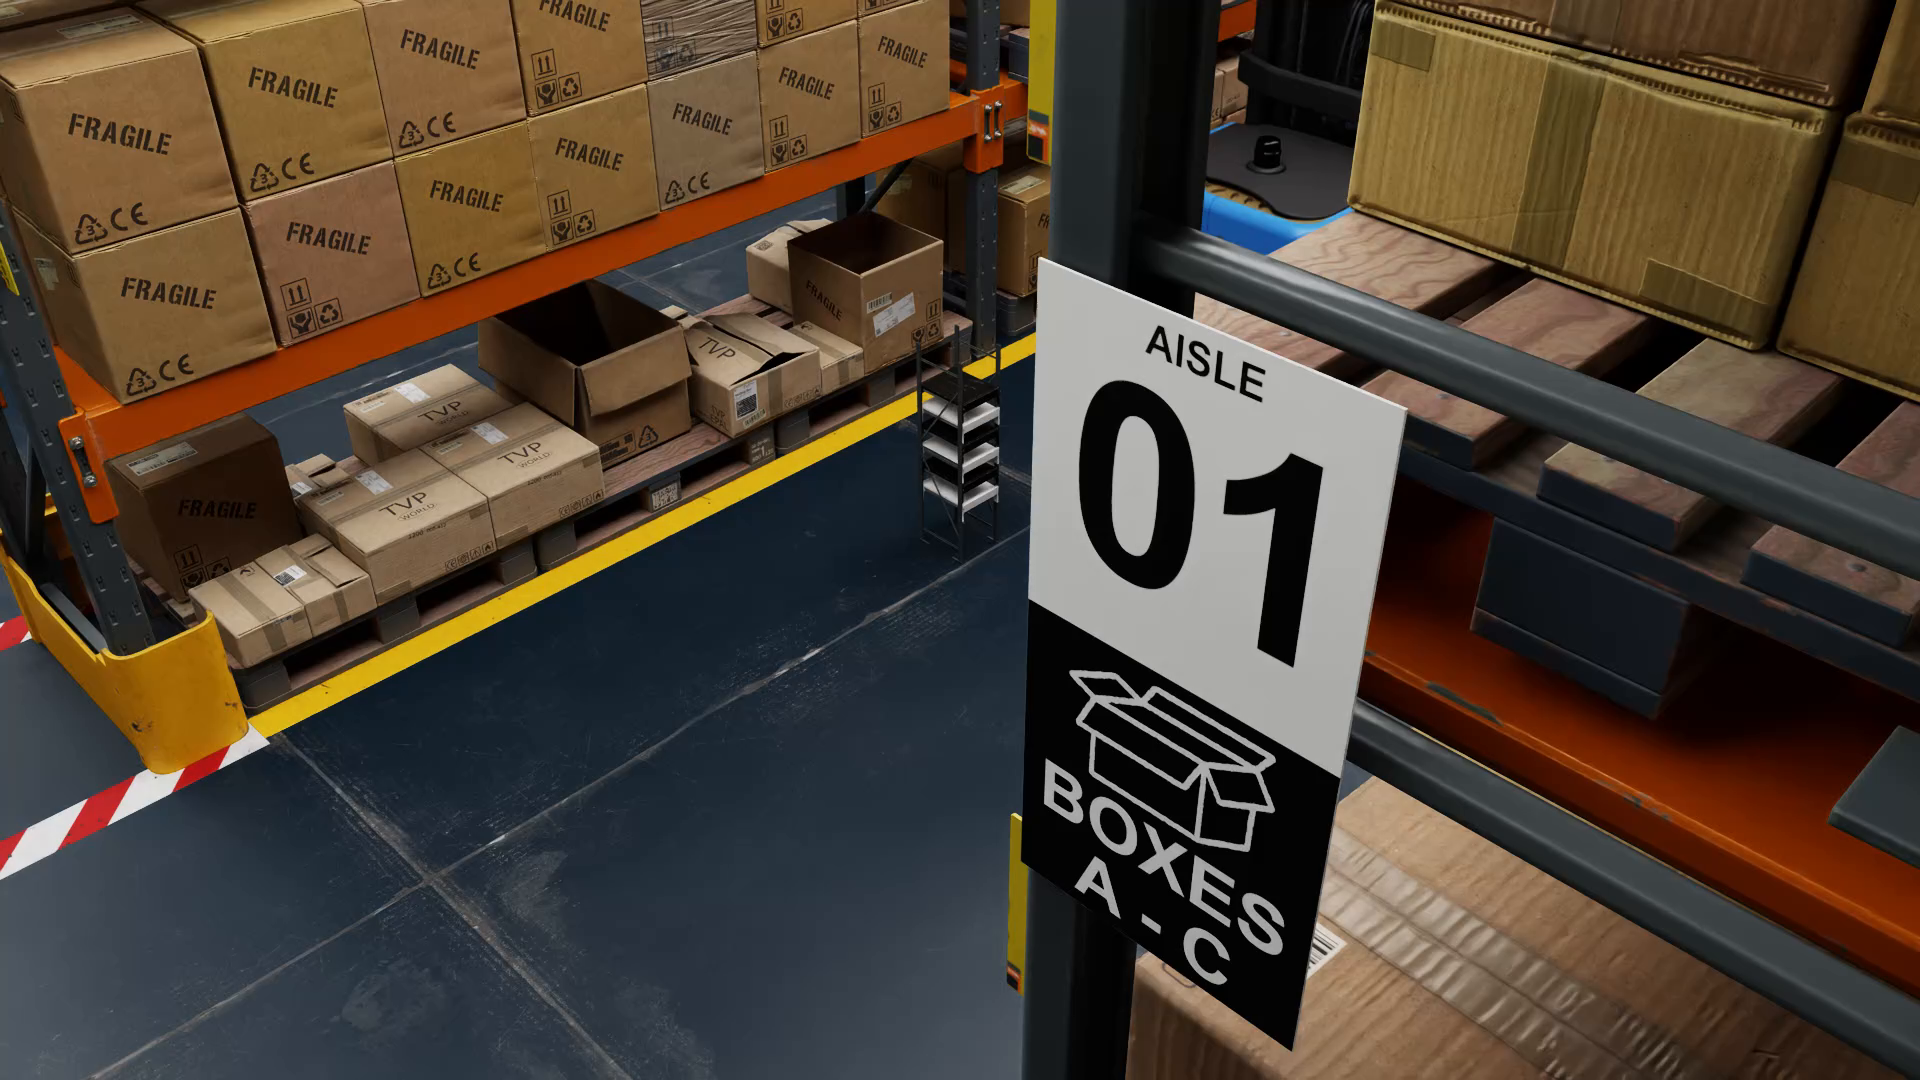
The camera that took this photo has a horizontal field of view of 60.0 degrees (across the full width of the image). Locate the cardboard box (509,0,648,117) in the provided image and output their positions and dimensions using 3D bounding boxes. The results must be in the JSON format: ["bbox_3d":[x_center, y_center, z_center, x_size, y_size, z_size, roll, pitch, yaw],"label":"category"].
[{"bbox_3d":[-1.465,-1.845,5.811,0.500,0.500,0.500,29,44,35],"label":"cardboard box"}]

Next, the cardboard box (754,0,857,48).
[{"bbox_3d":[-0.754,-2.253,6.397,0.500,0.500,0.500,29,44,35],"label":"cardboard box"}]

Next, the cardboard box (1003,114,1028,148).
[{"bbox_3d":[0.276,-1.989,8.780,0.500,0.500,0.500,-30,45,-35],"label":"cardboard box"}]

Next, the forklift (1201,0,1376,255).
[{"bbox_3d":[2.087,-2.345,7.551,1.130,2.935,3.031,29,44,35],"label":"forklift"}]

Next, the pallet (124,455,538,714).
[{"bbox_3d":[-2.426,0.092,6.433,1.003,0.211,1.213,30,45,35],"label":"pallet"}]

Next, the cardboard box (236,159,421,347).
[{"bbox_3d":[-2.181,-1.023,5.507,0.500,0.500,0.500,29,44,35],"label":"cardboard box"}]

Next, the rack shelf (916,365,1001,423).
[{"bbox_3d":[-0.006,-0.560,6.352,0.258,0.077,0.200,30,45,35],"label":"rack shelf"}]

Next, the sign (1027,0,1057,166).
[{"bbox_3d":[0.102,-0.487,1.499,0.100,0.325,0.005,30,45,35],"label":"sign"}]

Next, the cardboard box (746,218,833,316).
[{"bbox_3d":[-0.672,-1.315,7.979,0.500,0.311,0.500,30,45,35],"label":"cardboard box"}]

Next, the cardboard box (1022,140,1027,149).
[{"bbox_3d":[0.659,-1.795,8.502,0.500,0.500,0.500,-29,44,-35],"label":"cardboard box"}]

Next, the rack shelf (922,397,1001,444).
[{"bbox_3d":[-0.006,-0.486,6.404,0.258,0.077,0.200,30,45,35],"label":"rack shelf"}]

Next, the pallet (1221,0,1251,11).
[{"bbox_3d":[1.229,-3.074,8.703,1.003,0.211,1.213,30,45,35],"label":"pallet"}]

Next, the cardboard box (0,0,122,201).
[{"bbox_3d":[-2.922,-1.439,5.230,0.500,0.500,0.500,29,44,35],"label":"cardboard box"}]

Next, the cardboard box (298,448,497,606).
[{"bbox_3d":[-2.104,-0.059,6.231,0.500,0.250,0.500,30,45,35],"label":"cardboard box"}]

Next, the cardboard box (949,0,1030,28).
[{"bbox_3d":[0.270,-2.636,7.453,0.700,0.500,0.500,15,38,21],"label":"cardboard box"}]

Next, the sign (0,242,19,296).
[{"bbox_3d":[-2.656,-0.833,4.566,0.100,0.325,0.005,30,45,35],"label":"sign"}]

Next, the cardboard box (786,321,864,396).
[{"bbox_3d":[-0.644,-0.809,7.396,0.380,0.149,0.250,30,45,35],"label":"cardboard box"}]

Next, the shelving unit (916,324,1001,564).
[{"bbox_3d":[-0.006,-0.366,6.488,0.258,0.900,0.210,30,45,35],"label":"shelving unit"}]

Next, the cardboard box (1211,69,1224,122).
[{"bbox_3d":[0.996,-2.287,8.552,0.500,0.250,0.500,30,45,35],"label":"cardboard box"}]

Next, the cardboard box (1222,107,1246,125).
[{"bbox_3d":[1.373,-2.200,9.082,0.500,0.500,0.500,28,43,34],"label":"cardboard box"}]

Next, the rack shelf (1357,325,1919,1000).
[{"bbox_3d":[1.886,-0.449,2.778,1.077,0.370,4.000,30,45,35],"label":"rack shelf"}]

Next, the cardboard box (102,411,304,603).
[{"bbox_3d":[-2.832,-0.172,6.175,0.500,0.500,0.500,30,45,35],"label":"cardboard box"}]

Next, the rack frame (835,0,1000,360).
[{"bbox_3d":[-0.222,-2.320,7.455,1.000,3.000,0.127,30,45,35],"label":"rack frame"}]

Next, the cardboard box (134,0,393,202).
[{"bbox_3d":[-2.178,-1.437,5.227,0.500,0.500,0.500,-29,44,-35],"label":"cardboard box"}]

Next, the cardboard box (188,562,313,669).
[{"bbox_3d":[-2.502,0.261,5.861,0.380,0.149,0.250,30,45,35],"label":"cardboard box"}]

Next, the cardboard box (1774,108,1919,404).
[{"bbox_3d":[1.166,-0.281,1.585,0.500,0.250,0.500,-27,43,-33],"label":"cardboard box"}]

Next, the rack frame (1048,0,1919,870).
[{"bbox_3d":[0.477,-1.162,0.550,1.000,3.000,0.127,30,45,35],"label":"rack frame"}]

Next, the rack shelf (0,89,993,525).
[{"bbox_3d":[-1.632,-1.213,6.497,1.077,0.370,4.000,30,45,35],"label":"rack shelf"}]

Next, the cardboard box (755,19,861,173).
[{"bbox_3d":[-0.755,-1.845,6.686,0.500,0.500,0.500,-29,44,-34],"label":"cardboard box"}]

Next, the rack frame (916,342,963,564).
[{"bbox_3d":[-0.077,-0.325,6.429,0.240,0.900,0.006,30,45,35],"label":"rack frame"}]

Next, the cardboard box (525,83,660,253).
[{"bbox_3d":[-1.472,-1.428,6.088,0.500,0.500,0.500,-29,44,-35],"label":"cardboard box"}]

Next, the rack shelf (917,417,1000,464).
[{"bbox_3d":[-0.006,-0.412,6.455,0.258,0.077,0.200,30,45,35],"label":"rack shelf"}]

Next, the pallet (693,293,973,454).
[{"bbox_3d":[-0.707,-0.898,7.853,1.003,0.211,1.213,30,45,35],"label":"pallet"}]

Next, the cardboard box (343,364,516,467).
[{"bbox_3d":[-2.142,-0.443,6.782,0.500,0.250,0.500,30,45,35],"label":"cardboard box"}]

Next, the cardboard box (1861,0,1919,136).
[{"bbox_3d":[1.163,-0.590,1.373,0.500,0.500,0.500,28,43,34],"label":"cardboard box"}]

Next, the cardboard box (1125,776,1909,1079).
[{"bbox_3d":[0.829,0.964,2.483,0.700,0.700,0.980,-28,43,-34],"label":"cardboard box"}]

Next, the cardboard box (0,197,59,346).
[{"bbox_3d":[-2.918,-1.029,5.516,0.500,0.500,0.500,-28,44,-34],"label":"cardboard box"}]

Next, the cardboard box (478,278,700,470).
[{"bbox_3d":[-1.543,-0.712,6.947,0.797,0.503,0.637,30,45,35],"label":"cardboard box"}]
